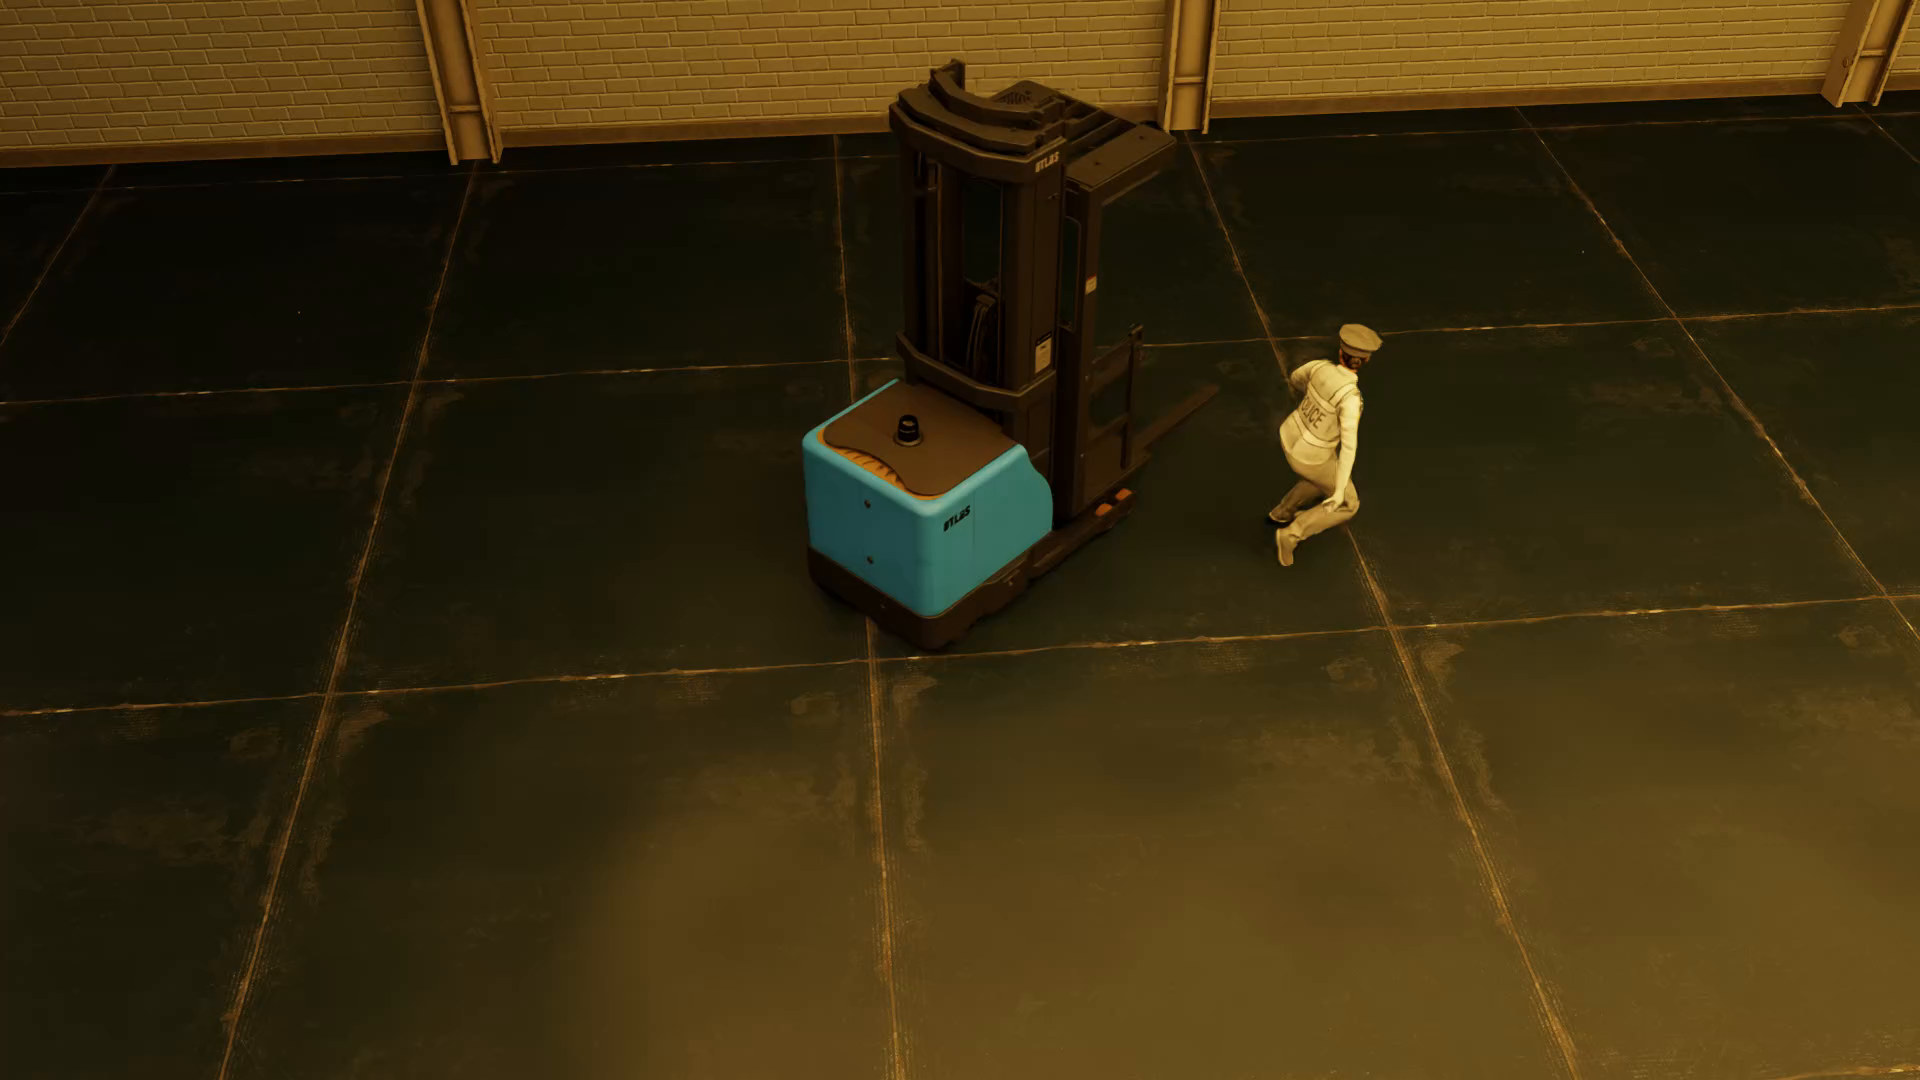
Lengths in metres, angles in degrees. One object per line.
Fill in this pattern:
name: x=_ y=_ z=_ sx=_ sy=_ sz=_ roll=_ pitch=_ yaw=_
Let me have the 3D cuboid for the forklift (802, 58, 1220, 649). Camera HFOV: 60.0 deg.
forklift: x=0.466 y=-1.374 z=9.545 sx=1.130 sy=2.935 sz=3.031 roll=30 pitch=49 yaw=31

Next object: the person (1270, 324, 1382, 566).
person: x=2.114 y=-0.520 z=9.691 sx=0.521 sy=1.510 sz=0.893 roll=-6 pitch=41 yaw=-7
